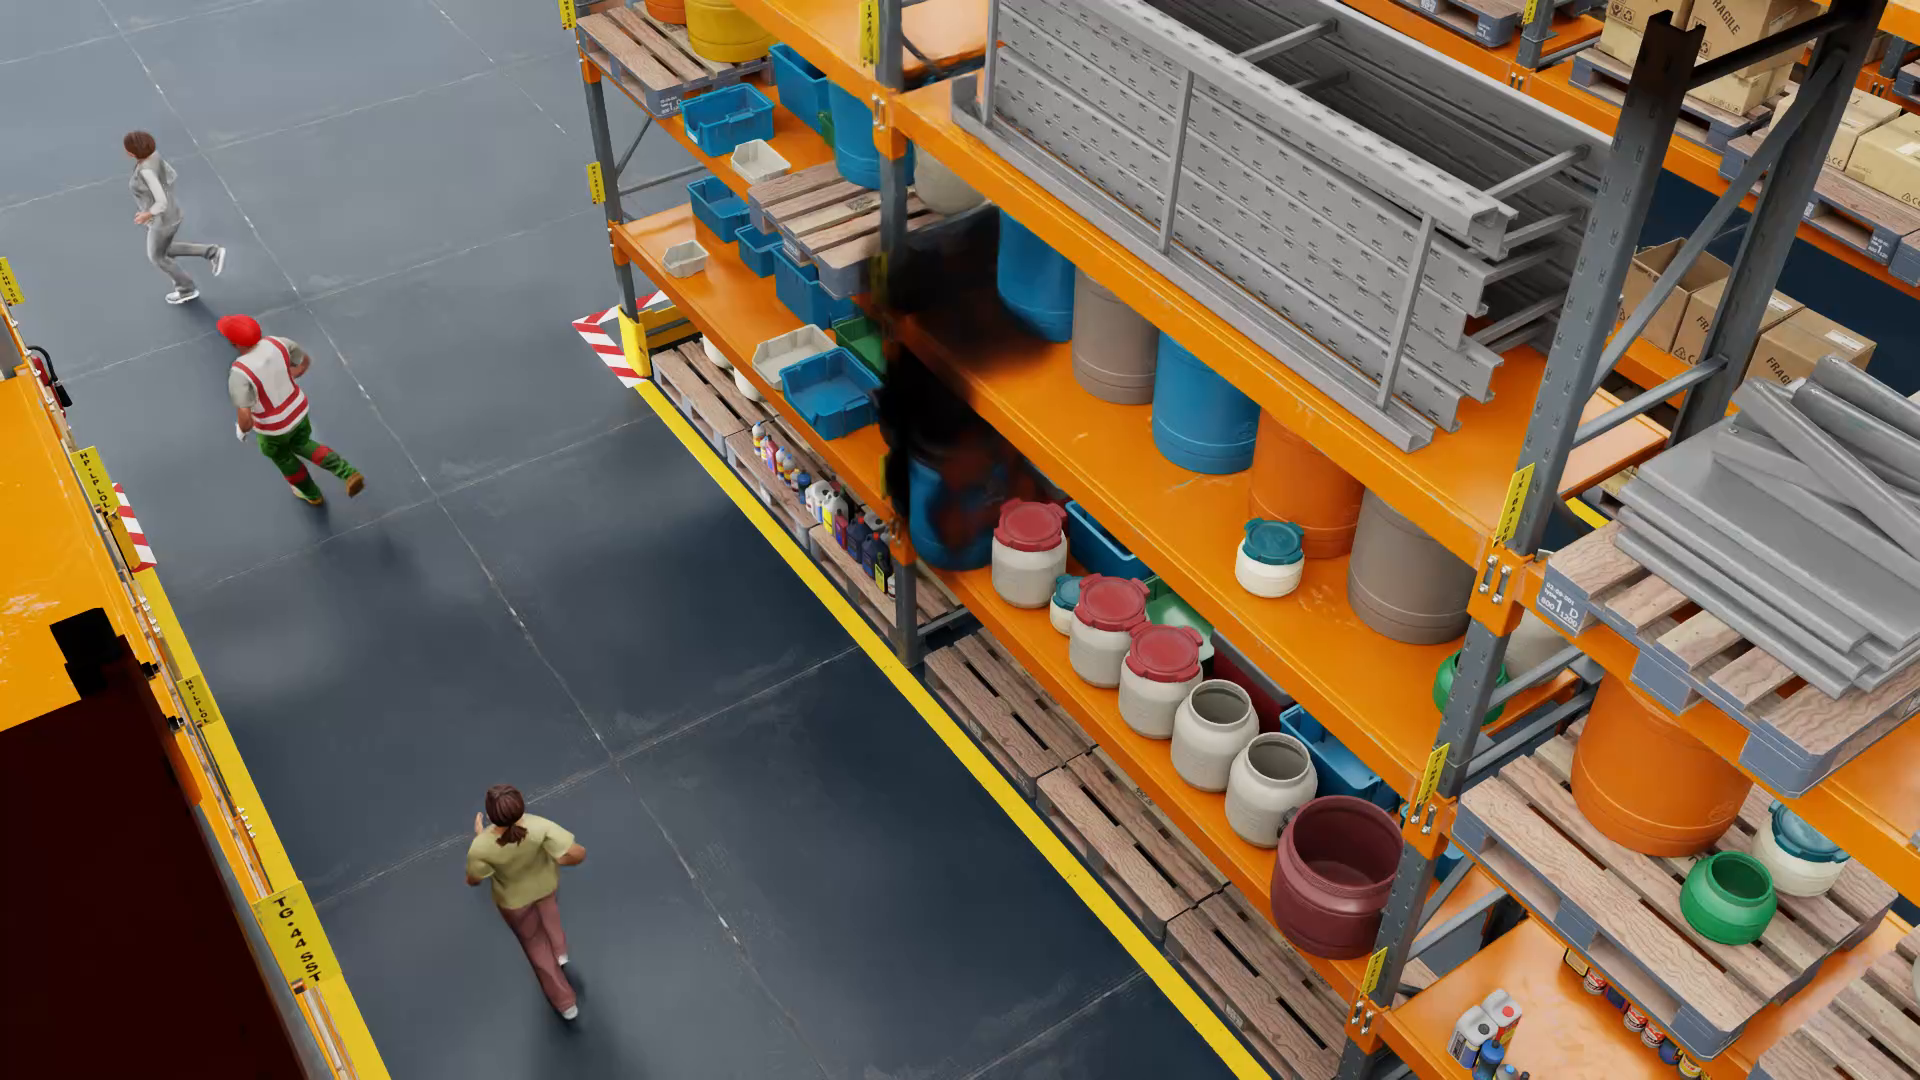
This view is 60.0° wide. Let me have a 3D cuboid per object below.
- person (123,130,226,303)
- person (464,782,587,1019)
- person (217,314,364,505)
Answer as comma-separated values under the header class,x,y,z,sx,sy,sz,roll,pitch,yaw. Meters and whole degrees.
class,x,y,z,sx,sy,sz,roll,pitch,yaw
person,-6.373,-2.607,13.463,0.577,1.563,0.536,-8,43,-9
person,-2.219,1.813,8.571,0.559,1.707,0.661,-25,48,-25
person,-4.619,-0.812,11.359,0.709,1.743,0.704,16,45,17
